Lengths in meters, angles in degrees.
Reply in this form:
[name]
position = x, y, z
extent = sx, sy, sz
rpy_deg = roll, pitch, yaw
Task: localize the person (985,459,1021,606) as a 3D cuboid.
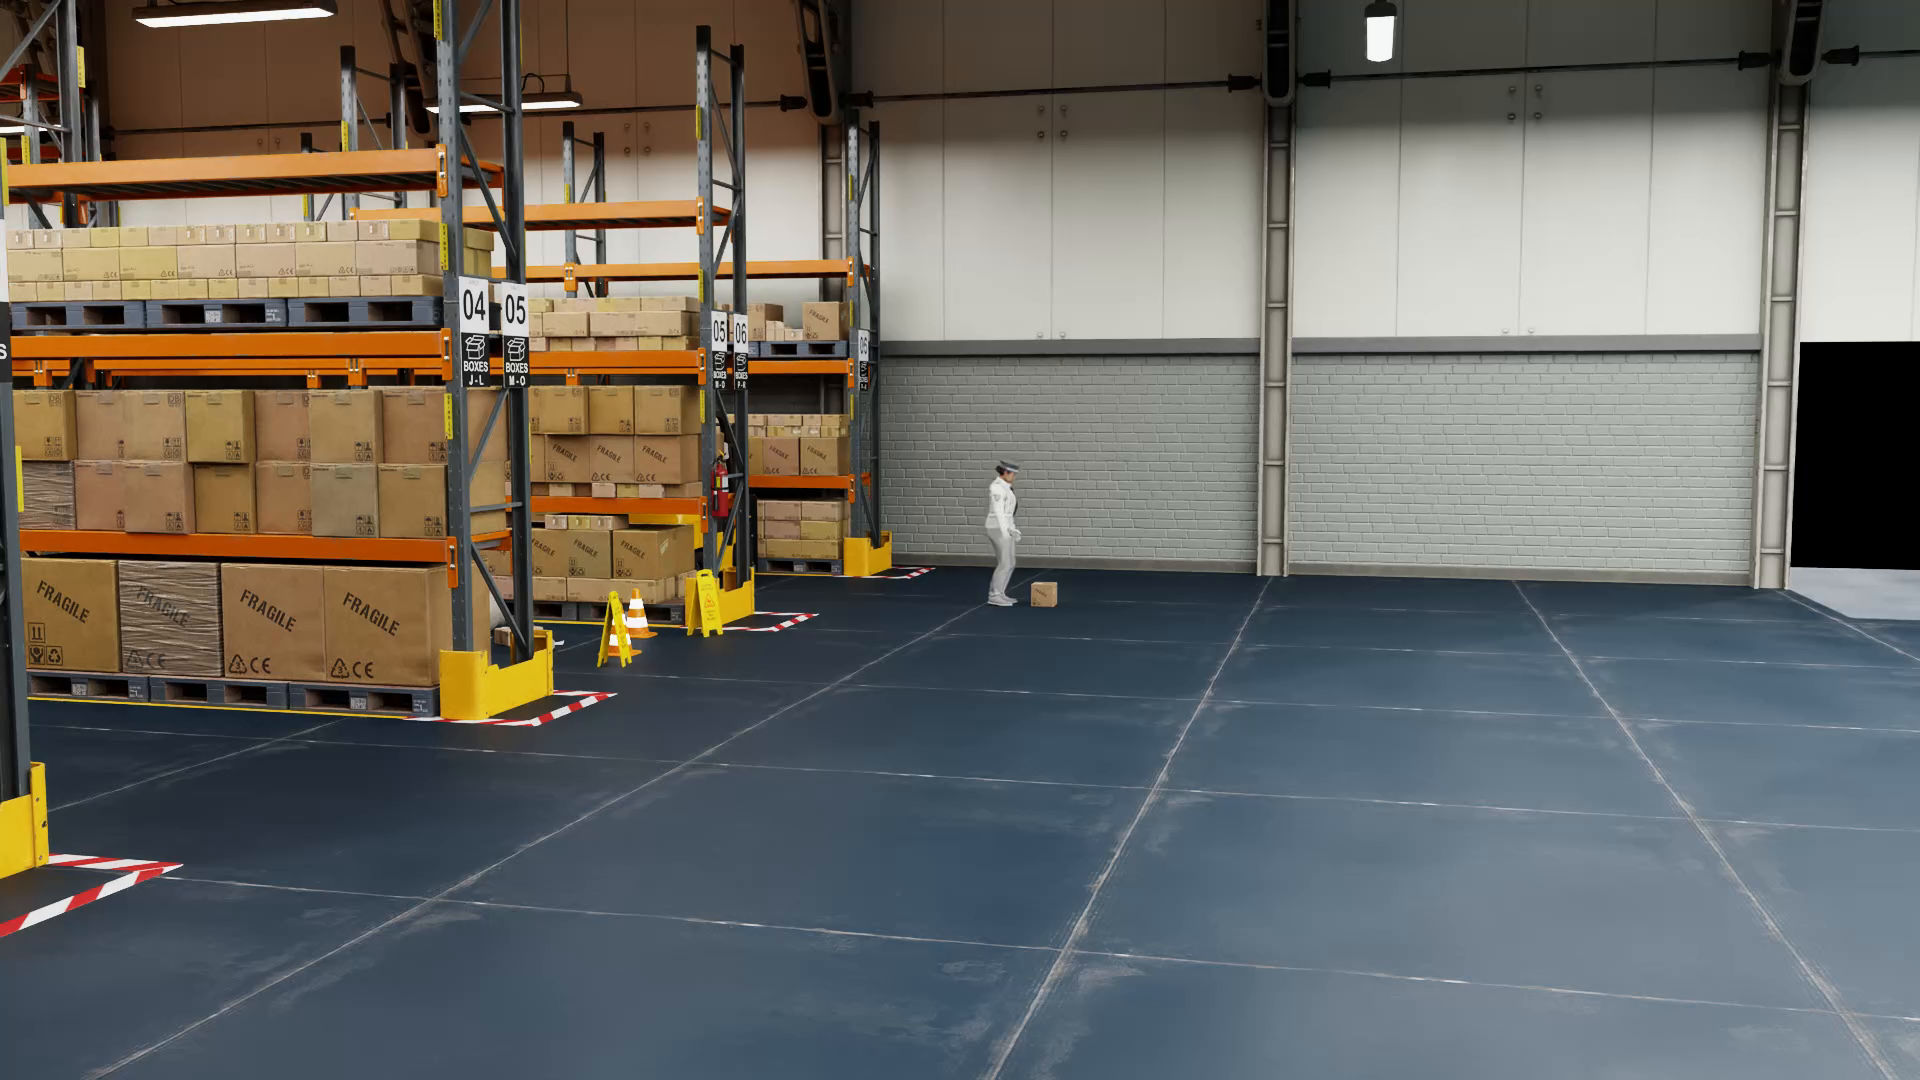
[person]
position = 0.494, -0.090, 18.748
extent = 0.396, 1.647, 0.488
rpy_deg = 1, 5, 15
